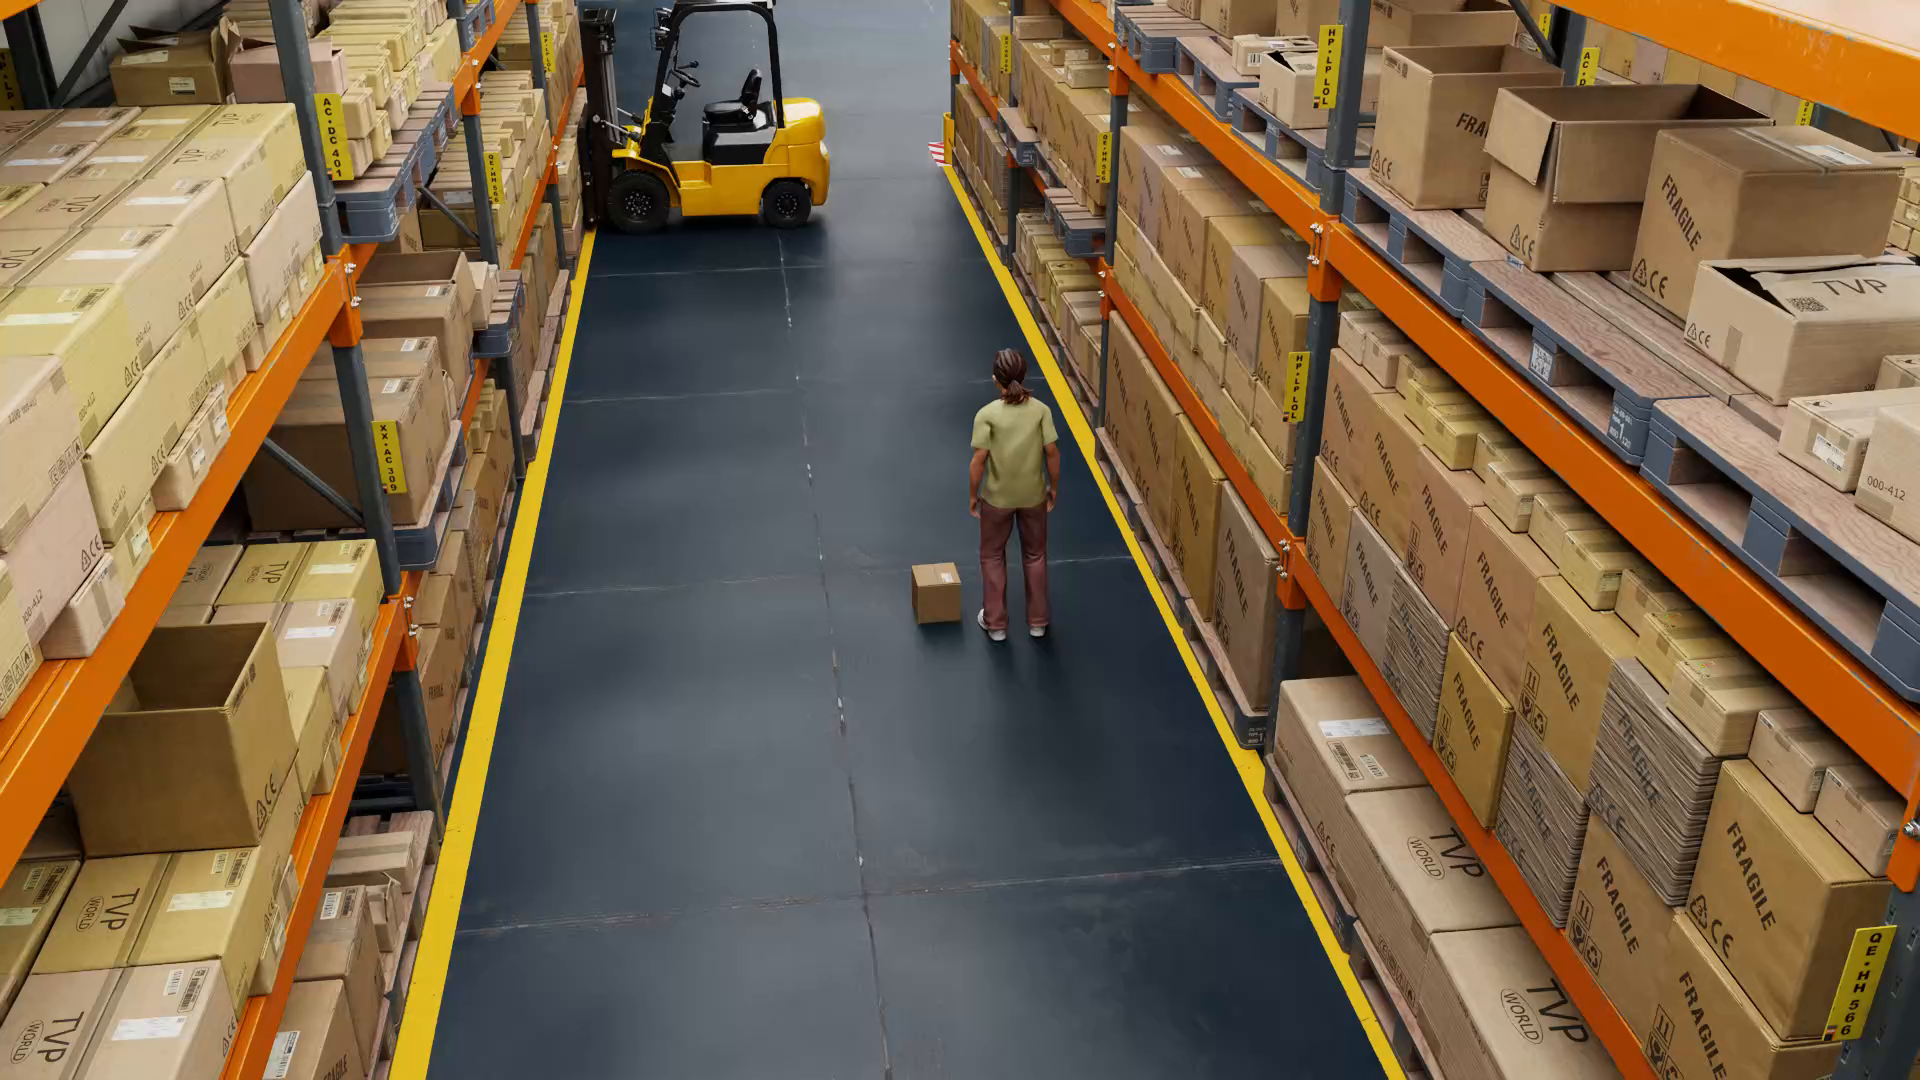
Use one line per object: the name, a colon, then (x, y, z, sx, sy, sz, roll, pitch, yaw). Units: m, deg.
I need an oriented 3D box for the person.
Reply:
person: (0.286, -0.225, 9.079, 0.498, 1.652, 0.354, -5, 28, -9)
